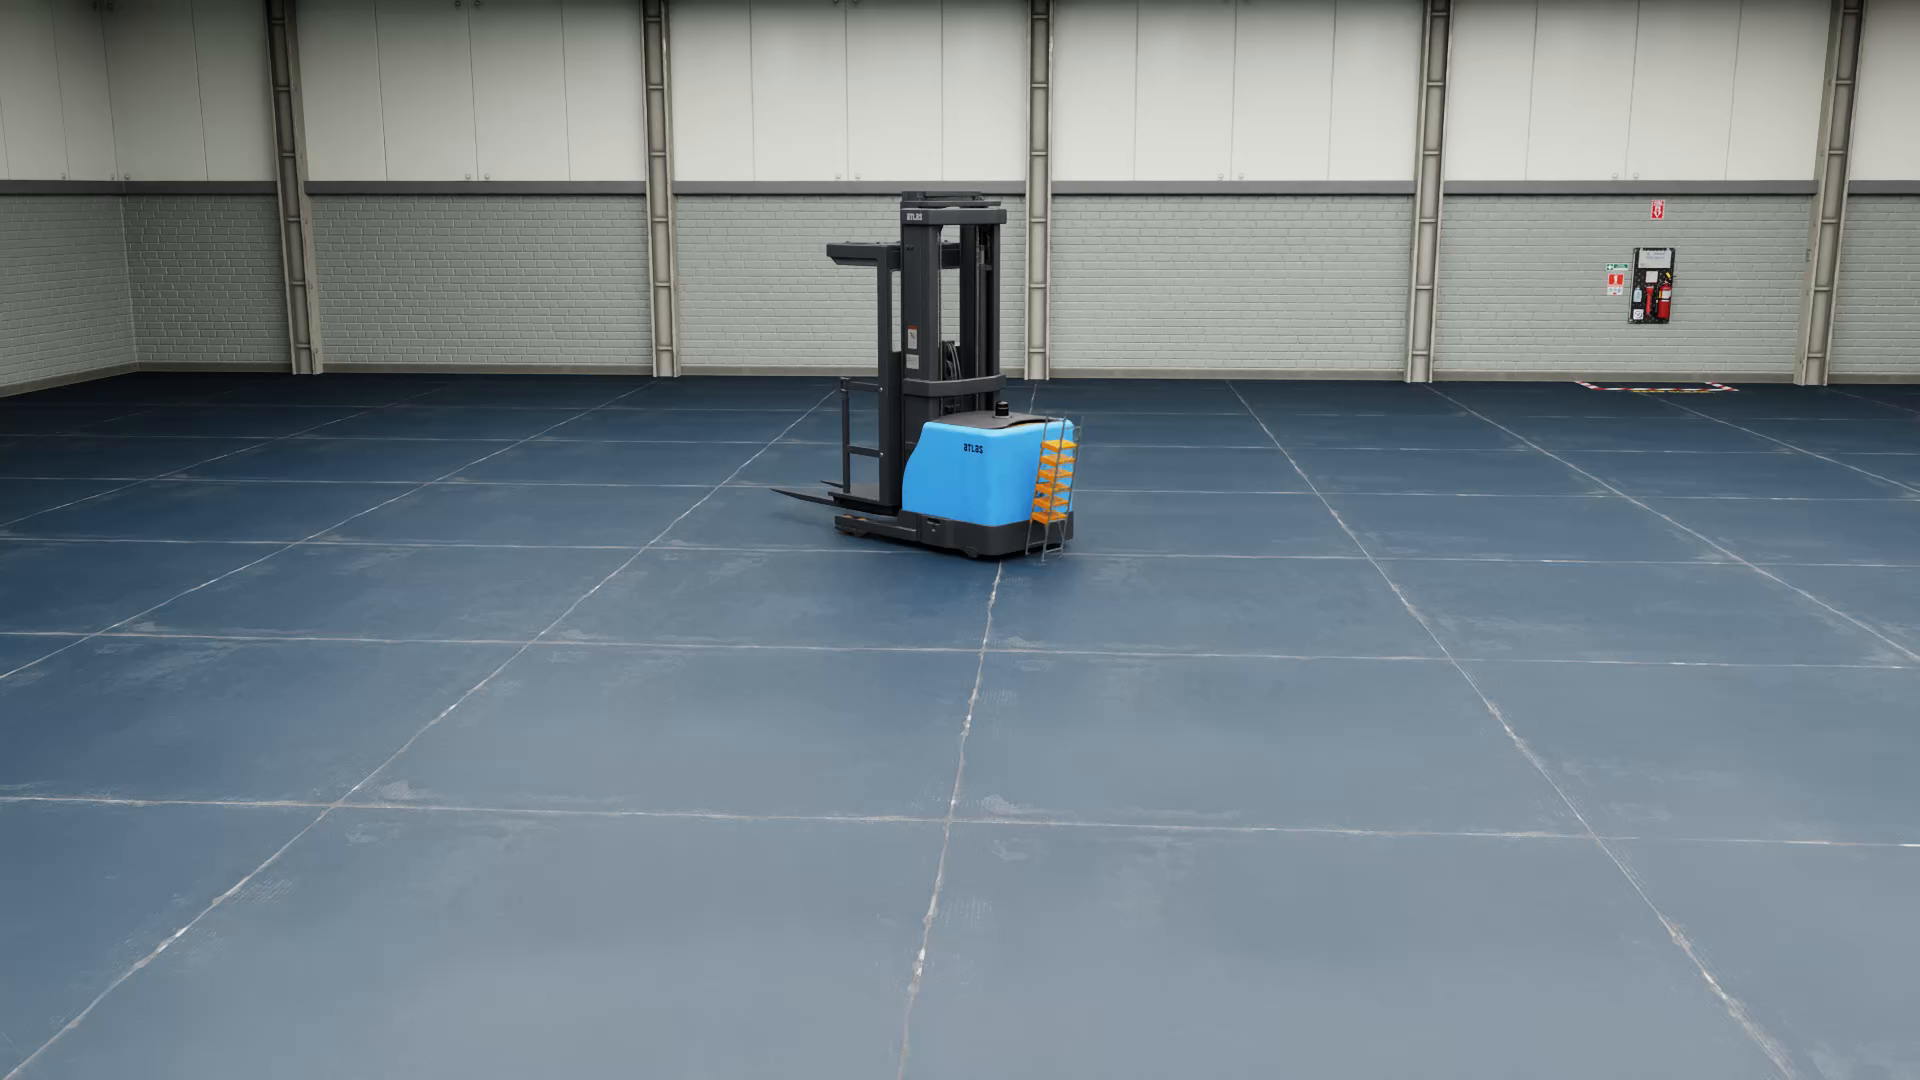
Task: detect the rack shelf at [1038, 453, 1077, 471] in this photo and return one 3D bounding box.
[{"bbox_3d":[0.783,-0.616,13.306,0.258,0.103,0.180,-11,27,-44],"label":"rack shelf"}]

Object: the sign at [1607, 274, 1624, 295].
[{"bbox_3d":[10.196,-3.977,25.866,0.234,0.329,0.001,1,12,4],"label":"sign"}]

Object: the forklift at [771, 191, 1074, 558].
[{"bbox_3d":[-0.449,-1.525,14.401,3.031,2.935,1.130,11,16,43],"label":"forklift"}]

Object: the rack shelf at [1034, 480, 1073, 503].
[{"bbox_3d":[0.752,-0.392,13.384,0.258,0.103,0.180,-11,27,-44],"label":"rack shelf"}]

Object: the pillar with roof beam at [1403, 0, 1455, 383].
[{"bbox_3d":[6.930,-6.028,21.107,0.400,9.000,9.100,1,12,4],"label":"pillar with roof beam"}]

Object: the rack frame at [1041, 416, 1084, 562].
[{"bbox_3d":[0.821,-0.404,13.311,0.240,1.200,0.006,-11,27,-44],"label":"rack frame"}]

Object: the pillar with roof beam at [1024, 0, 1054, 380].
[{"bbox_3d":[0.943,-6.110,21.500,0.400,9.000,9.100,1,12,4],"label":"pillar with roof beam"}]

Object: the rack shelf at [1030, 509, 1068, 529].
[{"bbox_3d":[0.721,-0.167,13.463,0.258,0.103,0.180,-11,27,-44],"label":"rack shelf"}]

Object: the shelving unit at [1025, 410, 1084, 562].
[{"bbox_3d":[0.758,-0.433,13.370,0.258,1.200,0.189,-11,27,-44],"label":"shelving unit"}]

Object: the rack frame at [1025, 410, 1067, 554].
[{"bbox_3d":[0.694,-0.463,13.429,0.240,1.200,0.006,-11,27,-44],"label":"rack frame"}]

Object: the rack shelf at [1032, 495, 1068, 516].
[{"bbox_3d":[0.737,-0.279,13.424,0.258,0.103,0.180,-11,27,-44],"label":"rack shelf"}]

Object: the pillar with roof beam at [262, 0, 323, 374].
[{"bbox_3d":[-11.030,-6.274,22.285,0.400,9.000,9.100,1,12,4],"label":"pillar with roof beam"}]

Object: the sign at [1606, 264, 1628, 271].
[{"bbox_3d":[10.200,-4.234,25.803,0.331,0.109,0.001,1,12,4],"label":"sign"}]

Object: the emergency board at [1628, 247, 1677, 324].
[{"bbox_3d":[10.741,-3.931,25.733,0.643,1.169,0.194,1,12,4],"label":"emergency board"}]

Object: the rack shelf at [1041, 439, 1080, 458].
[{"bbox_3d":[0.798,-0.729,13.266,0.258,0.103,0.180,-11,27,-44],"label":"rack shelf"}]

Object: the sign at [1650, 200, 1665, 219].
[{"bbox_3d":[10.739,-5.086,25.593,0.199,0.298,0.001,1,12,4],"label":"sign"}]

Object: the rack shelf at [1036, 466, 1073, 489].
[{"bbox_3d":[0.767,-0.504,13.345,0.258,0.103,0.180,-11,27,-44],"label":"rack shelf"}]

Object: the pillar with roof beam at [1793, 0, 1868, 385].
[{"bbox_3d":[12.916,-5.946,20.715,0.400,9.000,9.100,1,12,4],"label":"pillar with roof beam"}]

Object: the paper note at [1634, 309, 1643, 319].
[{"bbox_3d":[10.569,-3.516,25.902,0.142,0.148,0.016,1,12,4],"label":"paper note"}]

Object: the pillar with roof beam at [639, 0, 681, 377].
[{"bbox_3d":[-5.043,-6.192,21.892,0.400,9.000,9.100,1,12,4],"label":"pillar with roof beam"}]
